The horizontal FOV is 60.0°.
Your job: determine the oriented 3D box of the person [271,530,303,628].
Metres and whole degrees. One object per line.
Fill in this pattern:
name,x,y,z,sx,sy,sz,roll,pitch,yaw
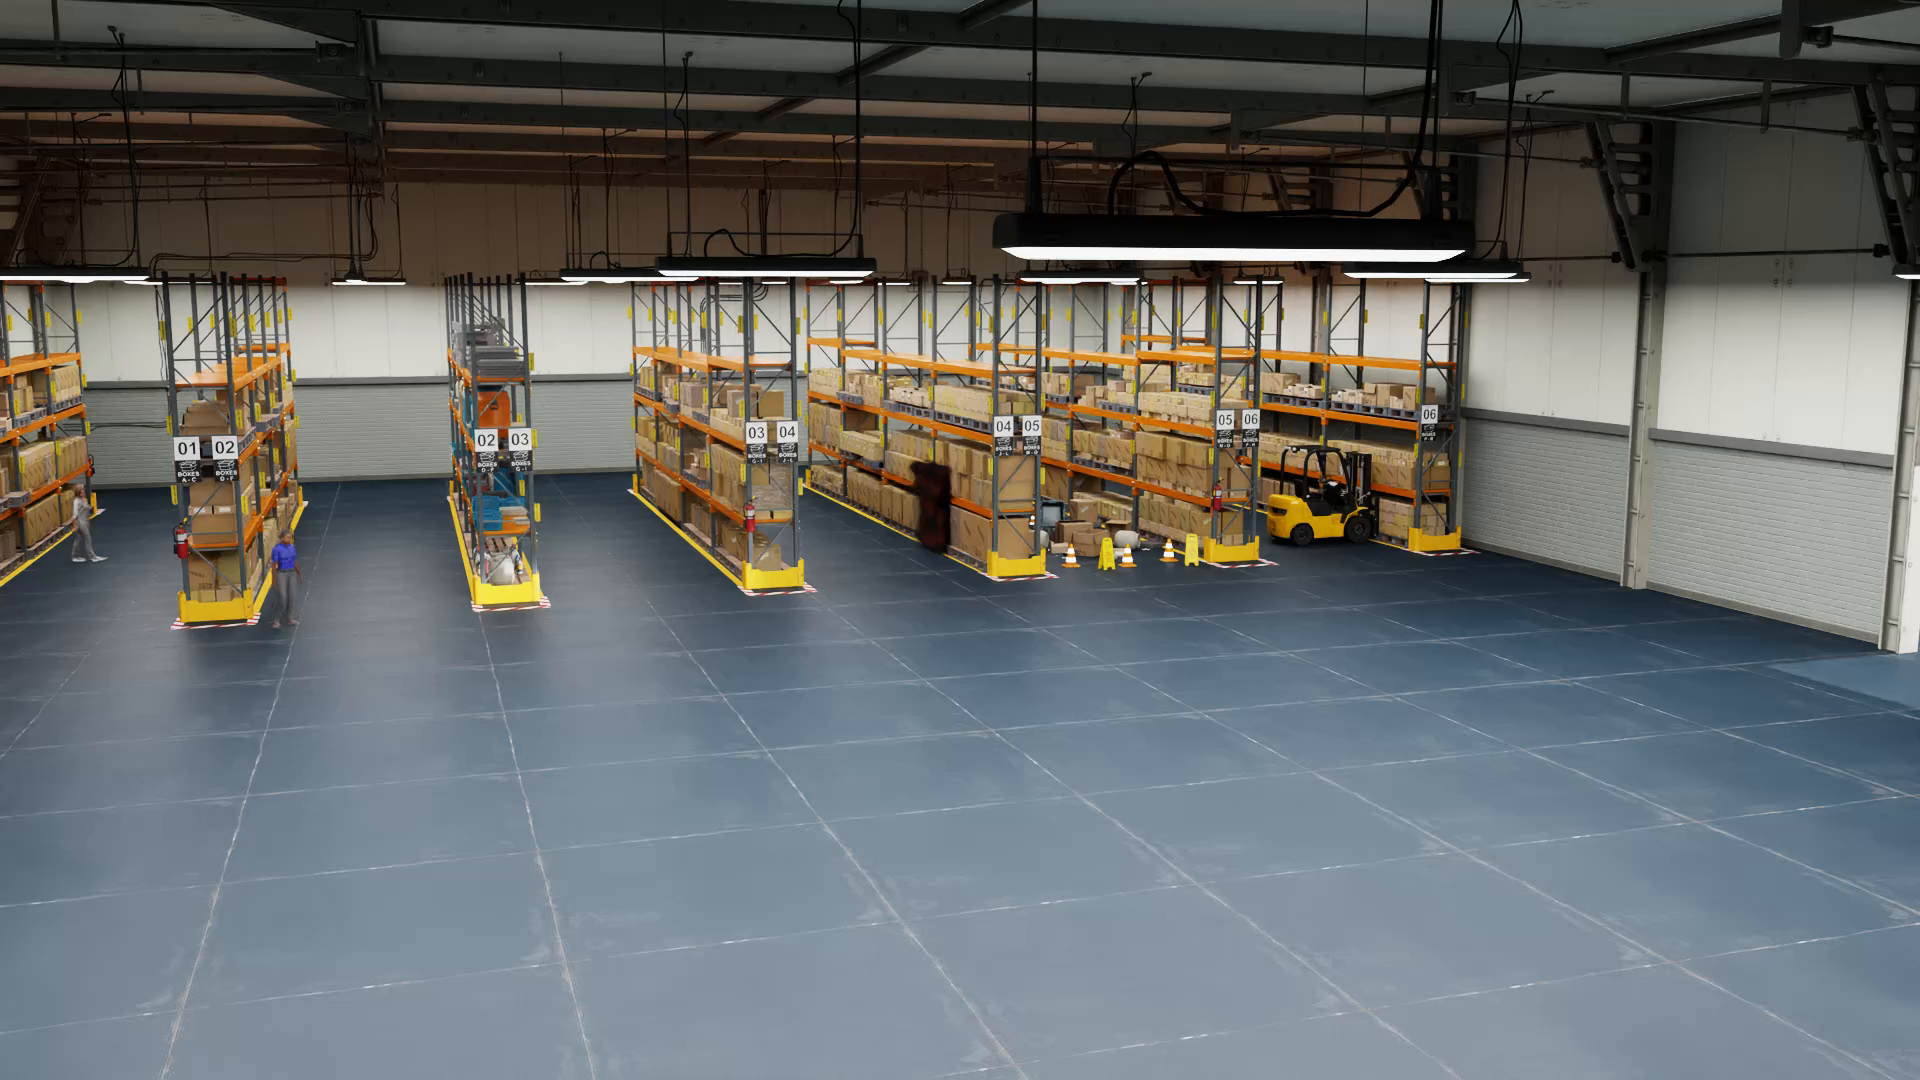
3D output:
person,-11.537,0.667,28.431,0.356,1.696,0.583,5,10,28

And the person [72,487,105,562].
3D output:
person,-18.410,-0.334,35.021,0.632,1.588,0.402,-4,9,-24
